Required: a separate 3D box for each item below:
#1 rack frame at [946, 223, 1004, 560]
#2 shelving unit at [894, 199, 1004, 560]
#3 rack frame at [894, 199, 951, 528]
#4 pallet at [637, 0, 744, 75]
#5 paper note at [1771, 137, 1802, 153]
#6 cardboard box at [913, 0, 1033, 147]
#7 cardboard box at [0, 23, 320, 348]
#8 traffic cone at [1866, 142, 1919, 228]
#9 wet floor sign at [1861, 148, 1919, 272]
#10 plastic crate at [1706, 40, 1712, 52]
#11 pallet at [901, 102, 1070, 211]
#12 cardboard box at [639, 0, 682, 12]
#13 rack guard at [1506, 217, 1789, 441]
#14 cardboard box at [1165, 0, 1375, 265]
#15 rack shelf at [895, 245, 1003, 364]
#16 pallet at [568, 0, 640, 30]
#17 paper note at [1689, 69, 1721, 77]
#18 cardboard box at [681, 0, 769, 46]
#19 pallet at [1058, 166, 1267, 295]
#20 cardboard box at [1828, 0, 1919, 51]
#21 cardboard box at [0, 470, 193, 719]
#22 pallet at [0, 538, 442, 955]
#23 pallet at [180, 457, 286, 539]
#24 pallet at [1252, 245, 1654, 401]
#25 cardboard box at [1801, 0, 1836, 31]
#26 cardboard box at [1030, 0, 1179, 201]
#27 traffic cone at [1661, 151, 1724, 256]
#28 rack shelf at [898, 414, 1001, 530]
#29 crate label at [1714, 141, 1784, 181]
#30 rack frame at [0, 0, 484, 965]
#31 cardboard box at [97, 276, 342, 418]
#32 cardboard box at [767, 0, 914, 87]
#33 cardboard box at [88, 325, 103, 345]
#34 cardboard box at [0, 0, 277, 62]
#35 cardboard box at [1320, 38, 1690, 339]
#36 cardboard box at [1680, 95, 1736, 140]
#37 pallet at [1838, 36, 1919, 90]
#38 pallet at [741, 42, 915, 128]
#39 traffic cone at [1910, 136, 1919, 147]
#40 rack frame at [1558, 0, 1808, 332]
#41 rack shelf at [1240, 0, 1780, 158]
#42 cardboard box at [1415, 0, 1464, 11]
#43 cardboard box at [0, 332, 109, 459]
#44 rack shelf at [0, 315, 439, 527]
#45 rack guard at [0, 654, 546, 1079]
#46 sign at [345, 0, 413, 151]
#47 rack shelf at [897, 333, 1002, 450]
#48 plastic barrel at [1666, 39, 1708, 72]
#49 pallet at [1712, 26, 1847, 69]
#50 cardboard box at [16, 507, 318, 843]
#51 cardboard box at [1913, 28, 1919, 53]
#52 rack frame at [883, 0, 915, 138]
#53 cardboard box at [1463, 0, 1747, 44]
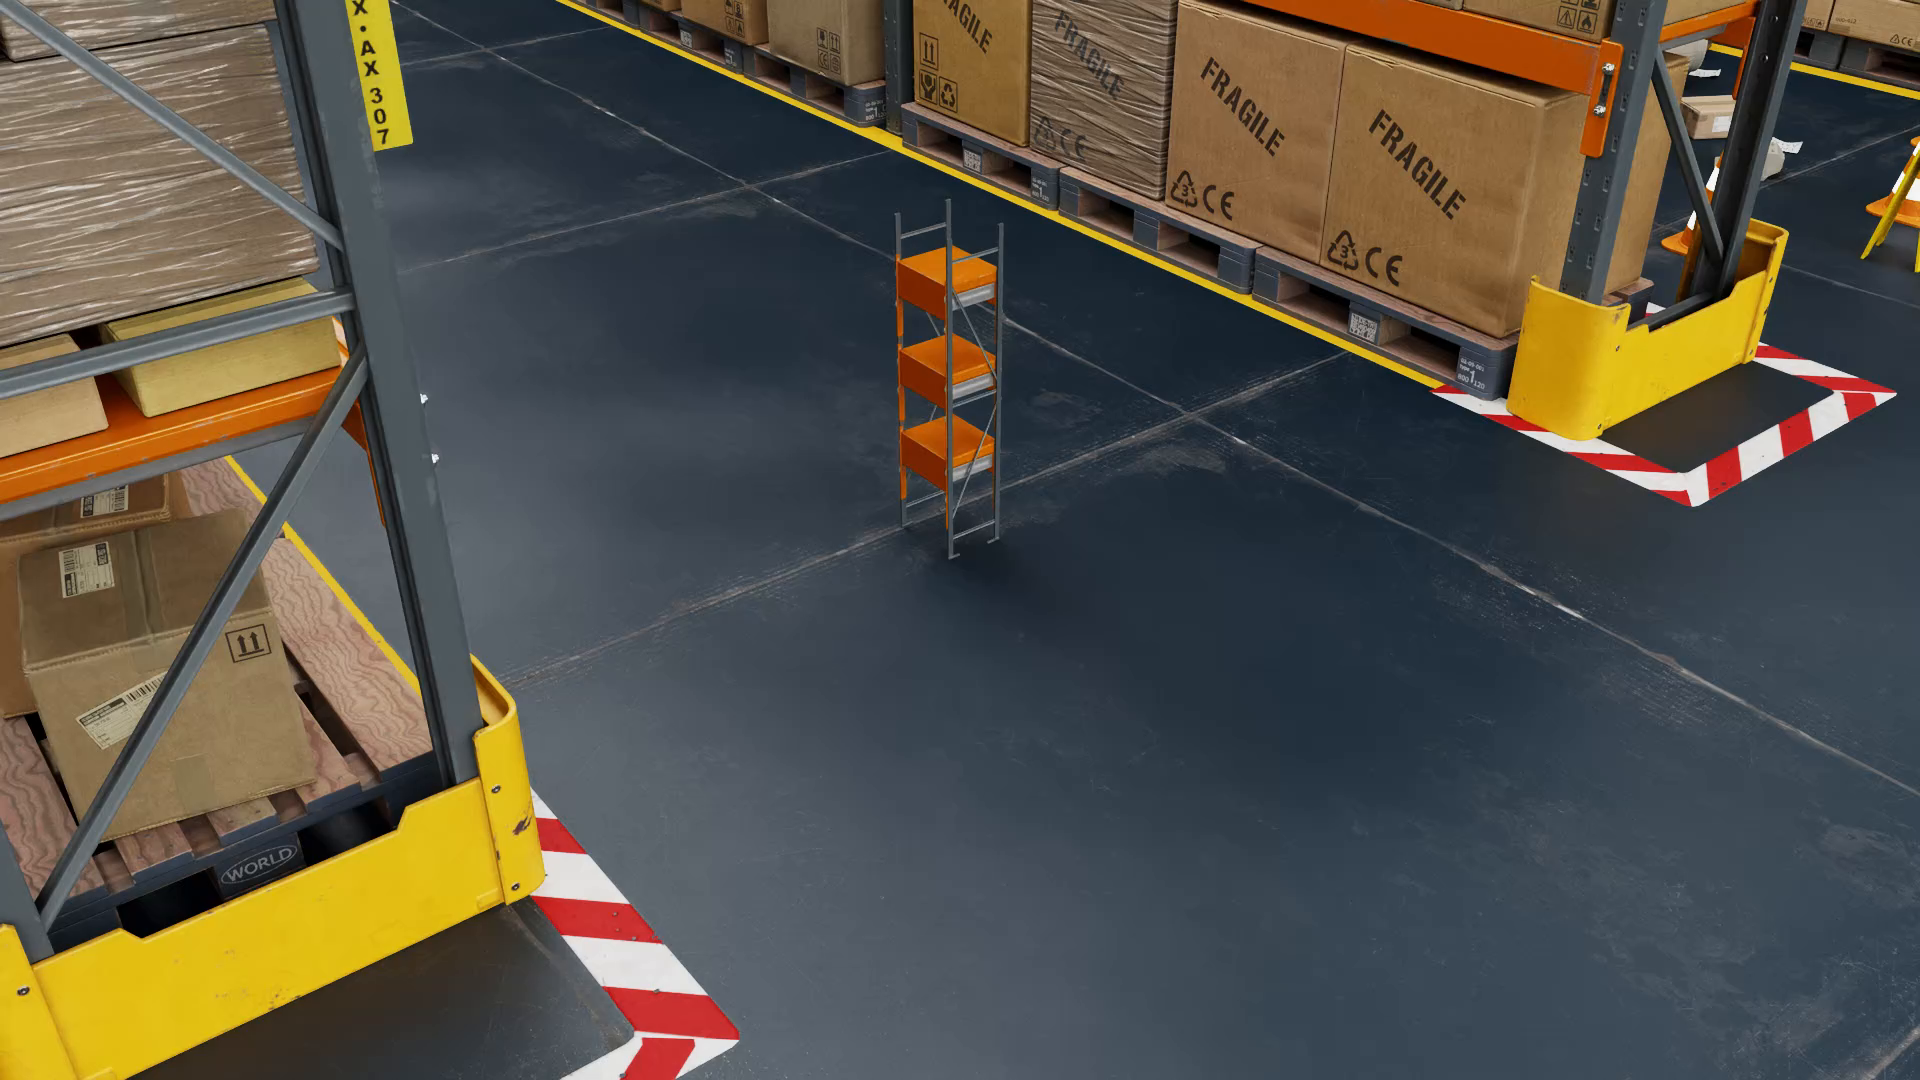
[{"bbox_3d":[0.042,-0.417,4.927,0.200,1.050,0.008,-22,38,-31],"label":"rack frame"},{"bbox_3d":[-0.033,-0.468,5.009,0.215,1.050,0.252,-22,38,-31],"label":"shelving unit"},{"bbox_3d":[-0.108,-0.519,5.091,0.200,1.050,0.008,-22,38,-31],"label":"rack frame"},{"bbox_3d":[-1.239,-3.165,10.146,1.003,0.211,1.213,-22,38,-31],"label":"pallet"},{"bbox_3d":[4.195,-2.009,8.456,0.142,0.019,0.148,18,36,27],"label":"paper note"},{"bbox_3d":[0.377,-2.535,8.104,0.875,0.875,0.875,-22,38,-31],"label":"cardboard box"},{"bbox_3d":[-1.797,-0.721,3.191,0.875,0.500,0.500,-22,38,-31],"label":"cardboard box"},{"bbox_3d":[4.396,-1.704,7.554,0.336,0.463,0.334,-22,38,-31],"label":"traffic cone"},{"bbox_3d":[4.081,-1.505,7.062,0.232,0.644,0.267,26,40,35],"label":"wet floor sign"},{"bbox_3d":[4.209,-3.027,10.049,0.583,0.080,0.402,18,36,27],"label":"plastic crate"},{"bbox_3d":[0.451,-2.017,8.297,1.003,0.211,1.213,-22,38,-31],"label":"pallet"},{"bbox_3d":[-1.566,-3.787,10.239,1.050,0.750,0.750,-22,38,-31],"label":"cardboard box"},{"bbox_3d":[2.514,-0.805,6.072,1.175,0.500,0.348,-22,38,-31],"label":"rack guard"},{"bbox_3d":[1.490,-1.780,6.888,0.875,0.875,0.875,-23,39,-32],"label":"cardboard box"},{"bbox_3d":[-0.033,-0.700,4.865,0.215,0.259,0.240,-22,38,-31],"label":"rack shelf"},{"bbox_3d":[-1.983,-3.673,10.964,1.003,0.211,1.213,-22,38,-31],"label":"pallet"},{"bbox_3d":[4.279,-2.688,9.549,0.148,0.019,0.142,18,36,27],"label":"paper note"},{"bbox_3d":[-0.994,-3.399,9.614,1.050,0.750,0.750,-22,38,-31],"label":"cardboard box"},{"bbox_3d":[1.203,-1.508,7.478,1.003,0.211,1.213,-22,38,-31],"label":"pallet"},{"bbox_3d":[5.328,-2.999,9.443,0.500,0.250,0.500,-22,38,-31],"label":"cardboard box"},{"bbox_3d":[-2.244,0.066,4.272,0.500,0.500,0.500,-12,34,-19],"label":"cardboard box"},{"bbox_3d":[-1.998,0.489,4.263,1.003,0.211,1.213,-22,38,-31],"label":"pallet"},{"bbox_3d":[-2.742,-0.019,5.081,1.003,0.211,1.213,-22,38,-31],"label":"pallet"},{"bbox_3d":[1.947,-1.000,6.660,1.003,0.211,1.213,-22,38,-31],"label":"pallet"},{"bbox_3d":[5.002,-3.215,9.792,0.500,0.250,0.500,-24,39,-33],"label":"cardboard box"},{"bbox_3d":[0.932,-2.160,7.501,0.875,0.875,0.875,-22,38,-31],"label":"cardboard box"},{"bbox_3d":[3.295,-1.480,7.194,0.336,0.463,0.334,-22,38,-31],"label":"traffic cone"},{"bbox_3d":[-0.033,-0.223,5.161,0.215,0.259,0.240,-22,38,-31],"label":"rack shelf"},{"bbox_3d":[3.865,-1.873,8.135,0.298,0.136,0.250,12,34,19],"label":"crate label"},{"bbox_3d":[-1.481,-0.314,2.912,1.000,3.000,0.127,-22,38,-31],"label":"rack frame"},{"bbox_3d":[-1.467,-0.403,3.294,0.380,0.149,0.250,-22,38,-31],"label":"cardboard box"},{"bbox_3d":[-0.406,-2.996,8.965,1.050,0.750,0.750,-22,38,-32],"label":"cardboard box"},{"bbox_3d":[-1.606,-0.514,3.472,0.380,0.149,0.250,-22,38,-31],"label":"cardboard box"},{"bbox_3d":[-1.603,-1.225,3.055,0.500,0.500,0.500,-22,38,-31],"label":"cardboard box"},{"bbox_3d":[2.031,-1.414,6.299,0.875,0.875,0.875,-22,38,-31],"label":"cardboard box"},{"bbox_3d":[3.948,-2.202,8.654,0.380,0.149,0.250,-4,32,-7],"label":"cardboard box"},{"bbox_3d":[5.830,-2.717,9.425,1.003,0.211,1.213,-22,38,-31],"label":"pallet"},{"bbox_3d":[-0.487,-2.656,9.327,1.003,0.211,1.213,-22,38,-31],"label":"pallet"},{"bbox_3d":[5.064,-2.204,8.361,0.336,0.463,0.334,-22,38,-31],"label":"traffic cone"},{"bbox_3d":[2.499,-1.877,5.428,1.000,3.000,0.127,-22,38,-31],"label":"rack frame"},{"bbox_3d":[1.273,-2.405,6.960,1.077,0.370,4.000,-22,38,-31],"label":"rack shelf"},{"bbox_3d":[1.881,-2.302,5.972,0.875,0.550,0.550,-22,38,-31],"label":"cardboard box"},{"bbox_3d":[-1.819,-0.259,3.062,0.380,0.149,0.250,-22,38,-31],"label":"cardboard box"},{"bbox_3d":[-2.707,-0.842,4.444,1.077,0.370,4.000,-22,38,-31],"label":"rack shelf"},{"bbox_3d":[-1.528,0.716,3.623,1.175,0.500,0.348,-22,38,-31],"label":"rack guard"},{"bbox_3d":[-1.052,-0.857,2.967,0.100,0.325,0.005,-22,38,-31],"label":"sign"},{"bbox_3d":[-0.033,-0.459,5.014,0.215,0.259,0.240,-22,38,-31],"label":"rack shelf"},{"bbox_3d":[3.885,-2.797,9.352,0.512,0.421,0.421,1,32,2],"label":"plastic barrel"},{"bbox_3d":[5.086,-3.225,10.243,1.003,0.211,1.213,-22,38,-31],"label":"pallet"},{"bbox_3d":[-1.851,0.304,3.889,0.500,0.500,0.500,-15,35,-23],"label":"cardboard box"},{"bbox_3d":[5.624,-2.790,9.108,0.500,0.250,0.500,-22,38,-32],"label":"cardboard box"},{"bbox_3d":[0.046,-3.544,8.113,1.000,3.000,0.127,-22,38,-31],"label":"rack frame"},{"bbox_3d":[2.236,-2.080,5.614,0.875,0.550,0.550,-22,38,-31],"label":"cardboard box"}]
